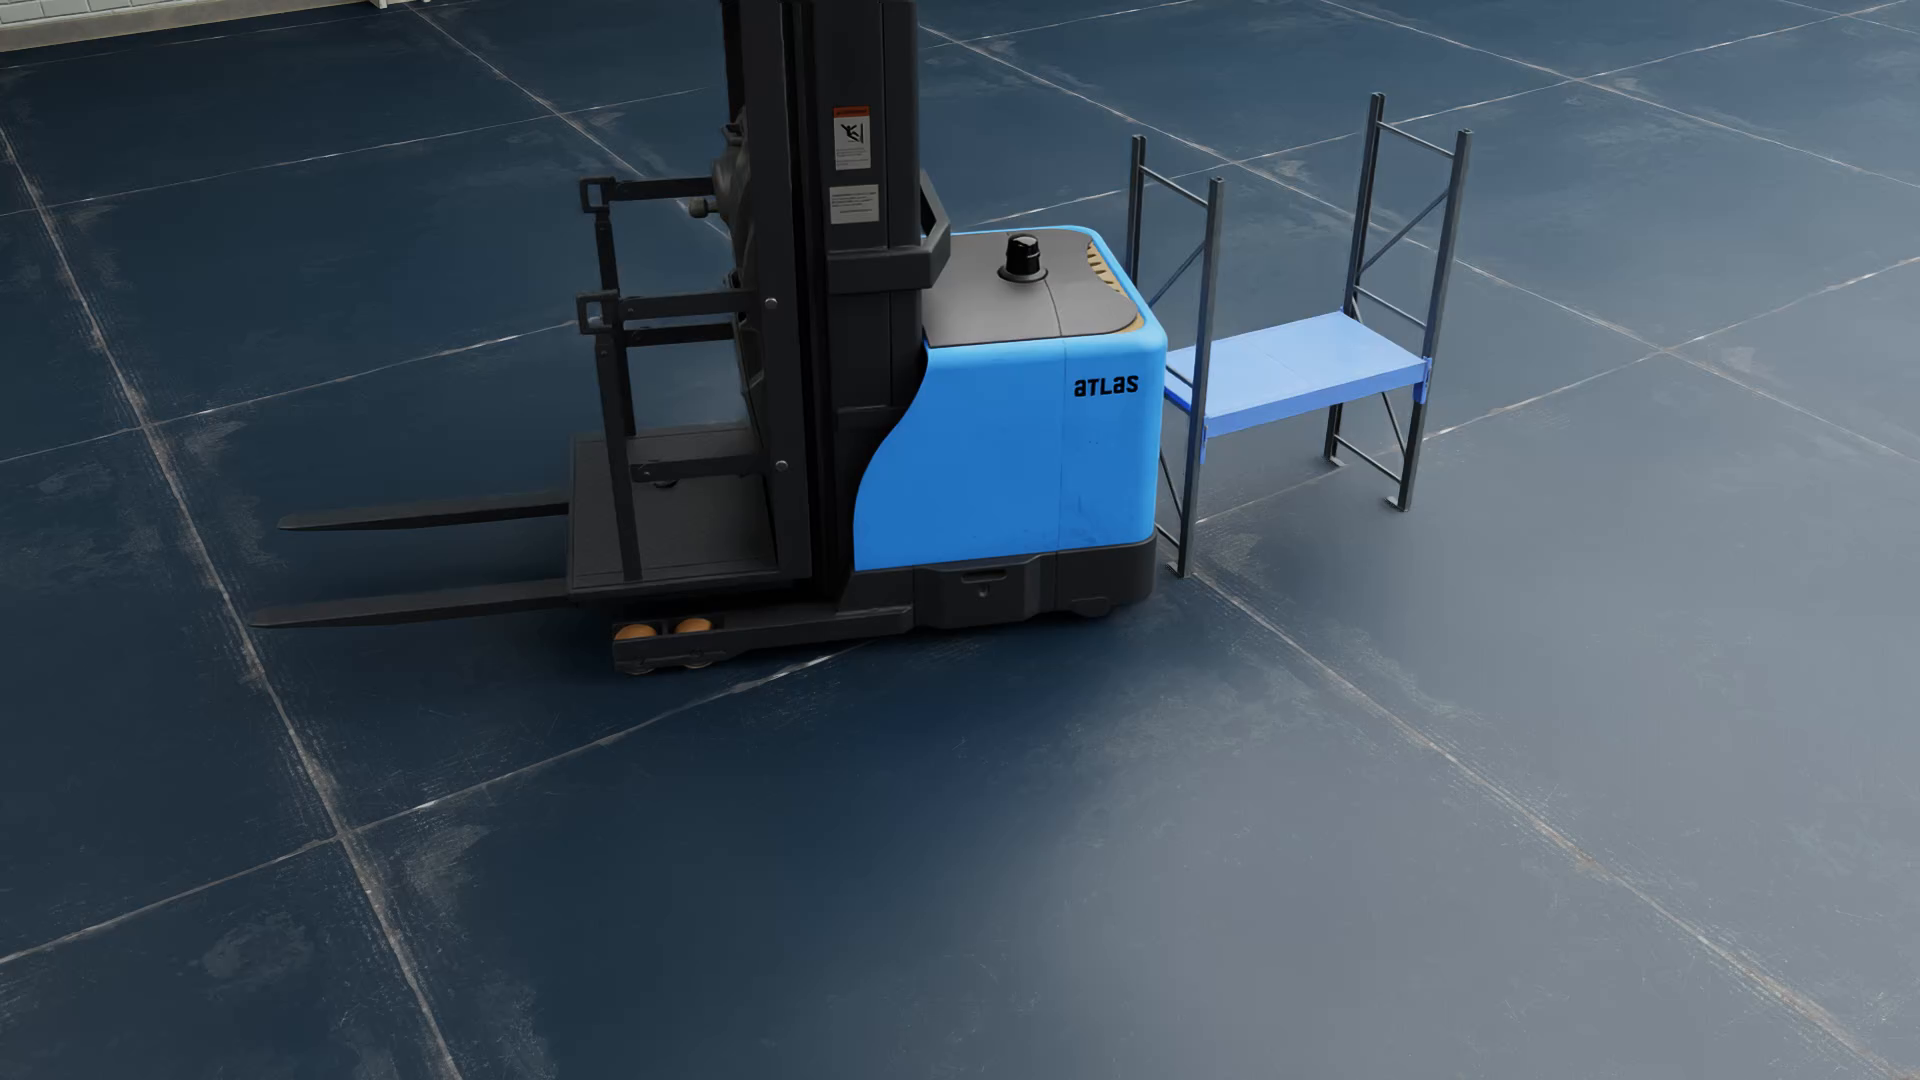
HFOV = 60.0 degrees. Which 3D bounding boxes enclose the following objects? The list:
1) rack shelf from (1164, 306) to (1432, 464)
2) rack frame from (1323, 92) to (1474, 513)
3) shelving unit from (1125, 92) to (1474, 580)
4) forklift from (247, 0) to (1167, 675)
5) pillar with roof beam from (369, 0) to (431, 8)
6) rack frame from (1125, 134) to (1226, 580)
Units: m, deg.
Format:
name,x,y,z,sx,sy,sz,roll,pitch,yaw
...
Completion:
name,x,y,z,sx,sy,sz,roll,pitch,yaw
rack shelf,1.160,-0.584,6.108,1.000,0.185,0.538,-15,35,-23
rack frame,1.612,-0.861,6.209,0.032,1.500,0.500,-15,35,-23
shelving unit,1.160,-0.737,6.012,1.048,1.500,0.538,-15,35,-23
forklift,-0.887,-1.097,5.243,3.031,2.935,1.130,-6,33,-9
pillar with roof beam,-2.006,-6.052,7.410,0.400,9.000,9.100,-19,37,-27
rack frame,0.709,-0.612,5.814,0.032,1.500,0.500,-15,35,-23
